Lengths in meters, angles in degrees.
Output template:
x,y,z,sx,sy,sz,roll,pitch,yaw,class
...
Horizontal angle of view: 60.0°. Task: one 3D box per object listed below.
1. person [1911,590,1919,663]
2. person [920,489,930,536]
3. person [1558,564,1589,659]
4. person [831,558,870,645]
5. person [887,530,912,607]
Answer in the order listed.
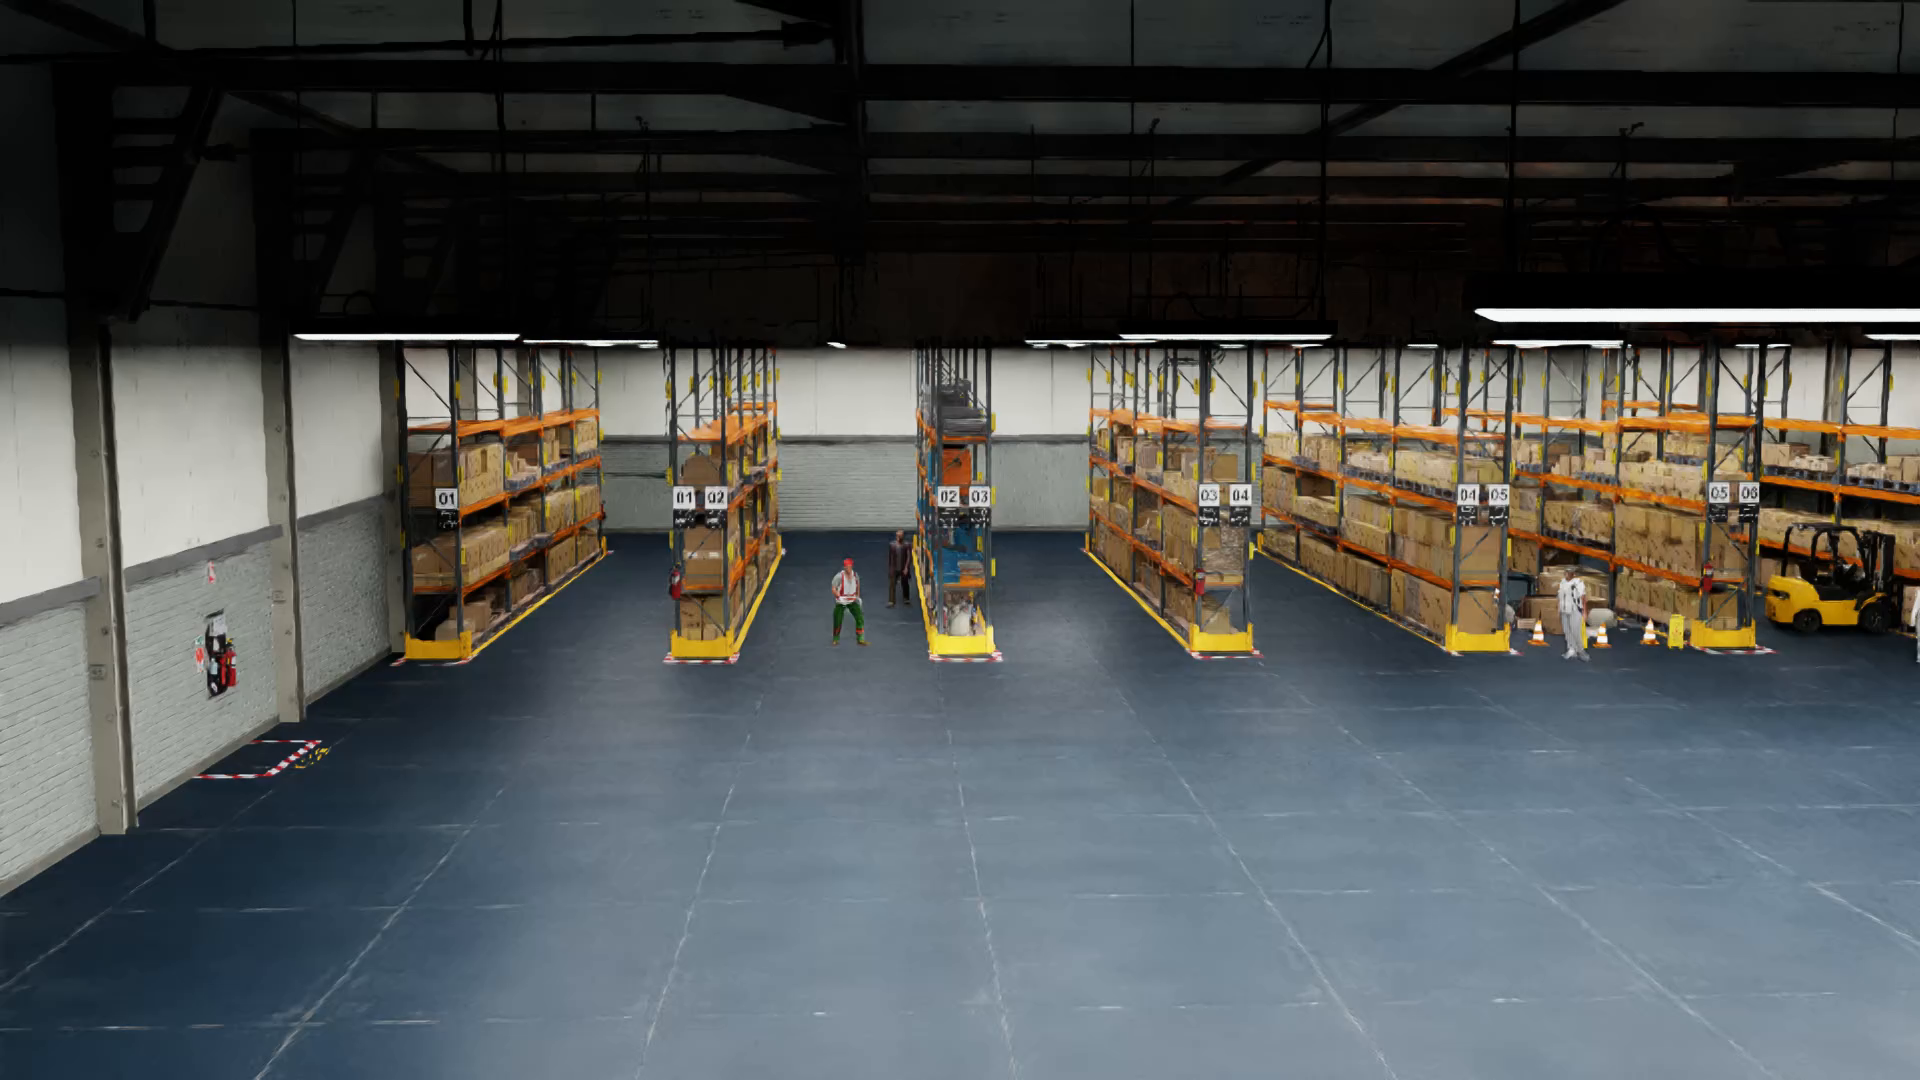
x,y,z,sx,sy,sz,roll,pitch,yaw,class
17.837,1.444,30.636,0.522,1.614,0.921,2,7,19,person
-1.025,-0.836,51.347,0.437,1.442,0.849,2,7,14,person
11.425,1.329,30.981,0.442,1.751,0.659,-4,8,-34,person
-2.192,1.196,32.277,0.675,1.722,0.793,-3,7,-23,person
-1.344,0.626,37.251,0.575,1.714,1.104,1,7,6,person
